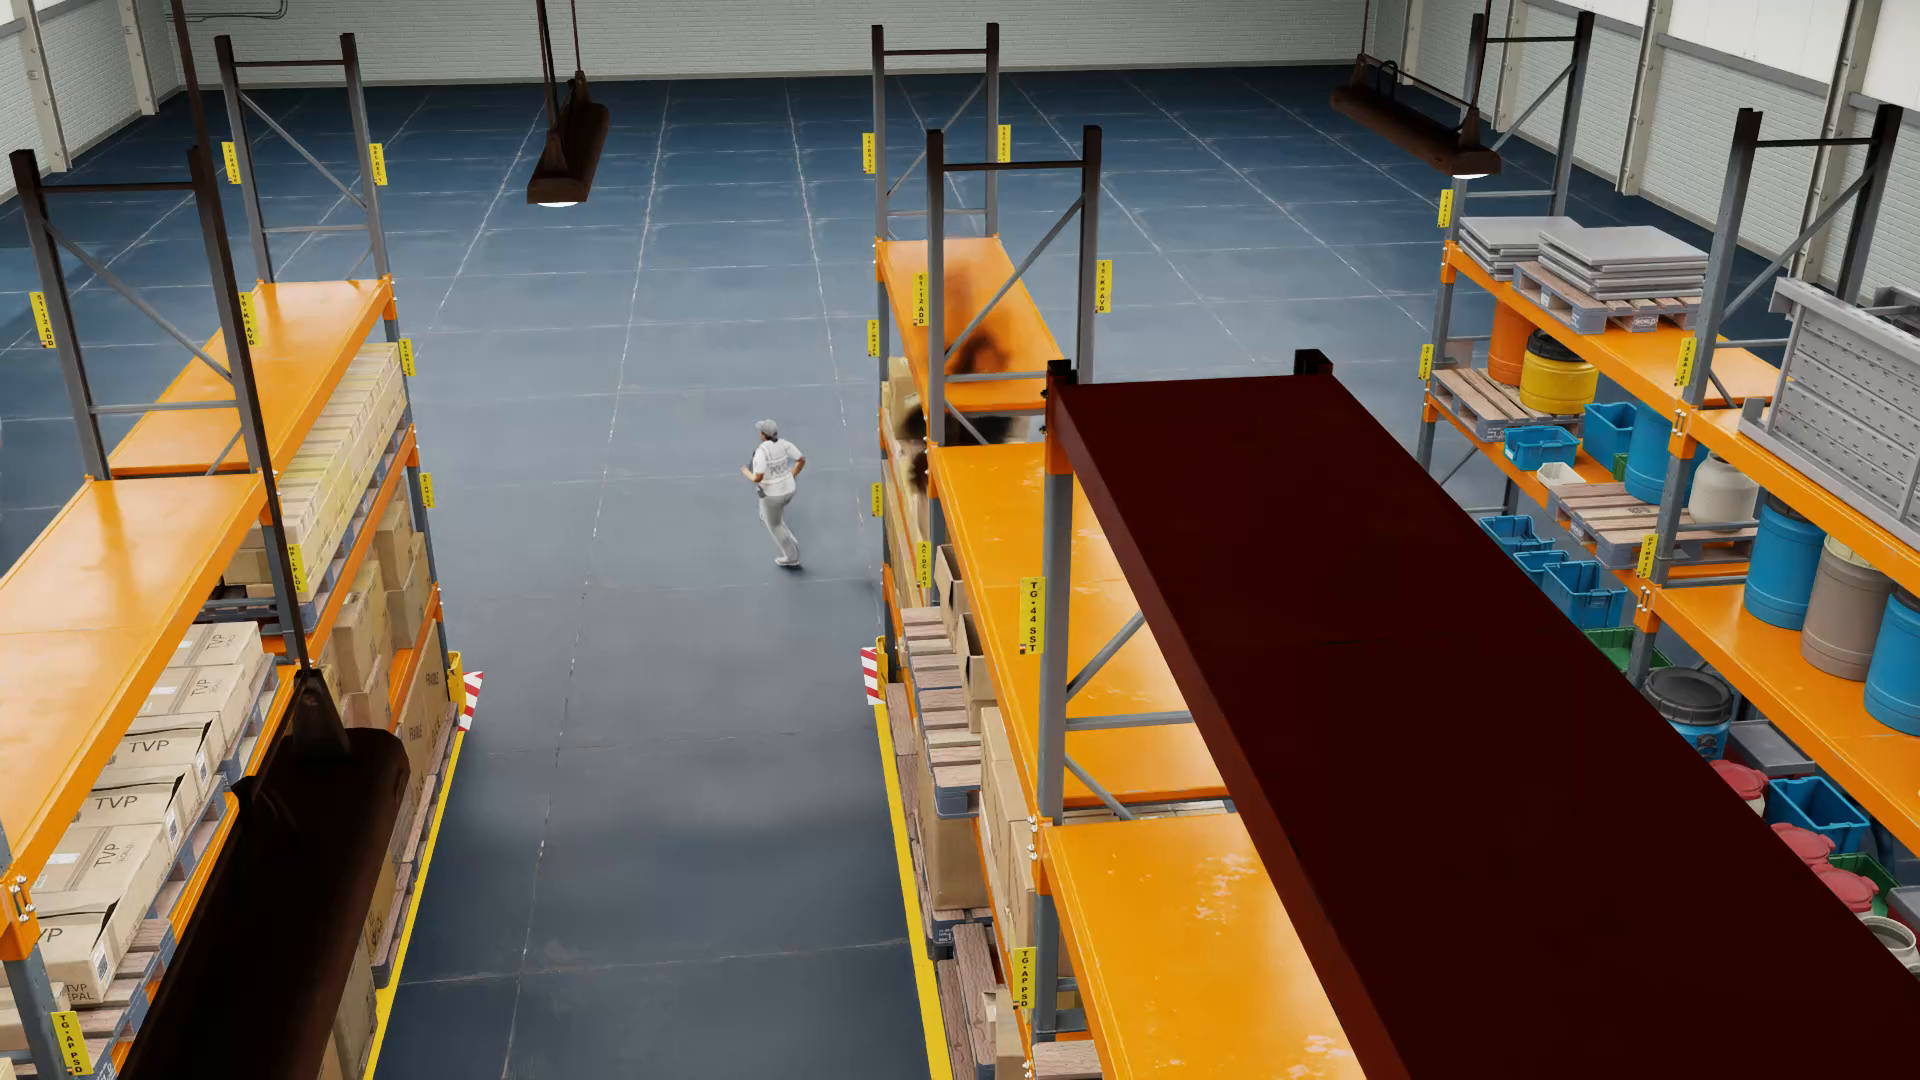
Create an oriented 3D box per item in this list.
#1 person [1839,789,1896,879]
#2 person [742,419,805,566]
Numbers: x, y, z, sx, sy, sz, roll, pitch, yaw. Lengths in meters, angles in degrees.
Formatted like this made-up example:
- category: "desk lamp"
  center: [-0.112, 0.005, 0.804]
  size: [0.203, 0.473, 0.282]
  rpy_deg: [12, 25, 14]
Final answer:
- category: "person"
  center: [6.990, 1.899, 12.693]
  size: [0.490, 1.625, 0.711]
  rpy_deg: [-6, 26, -13]
- category: "person"
  center: [-2.006, -0.503, 17.662]
  size: [0.623, 1.652, 0.581]
  rpy_deg: [15, 29, 28]
